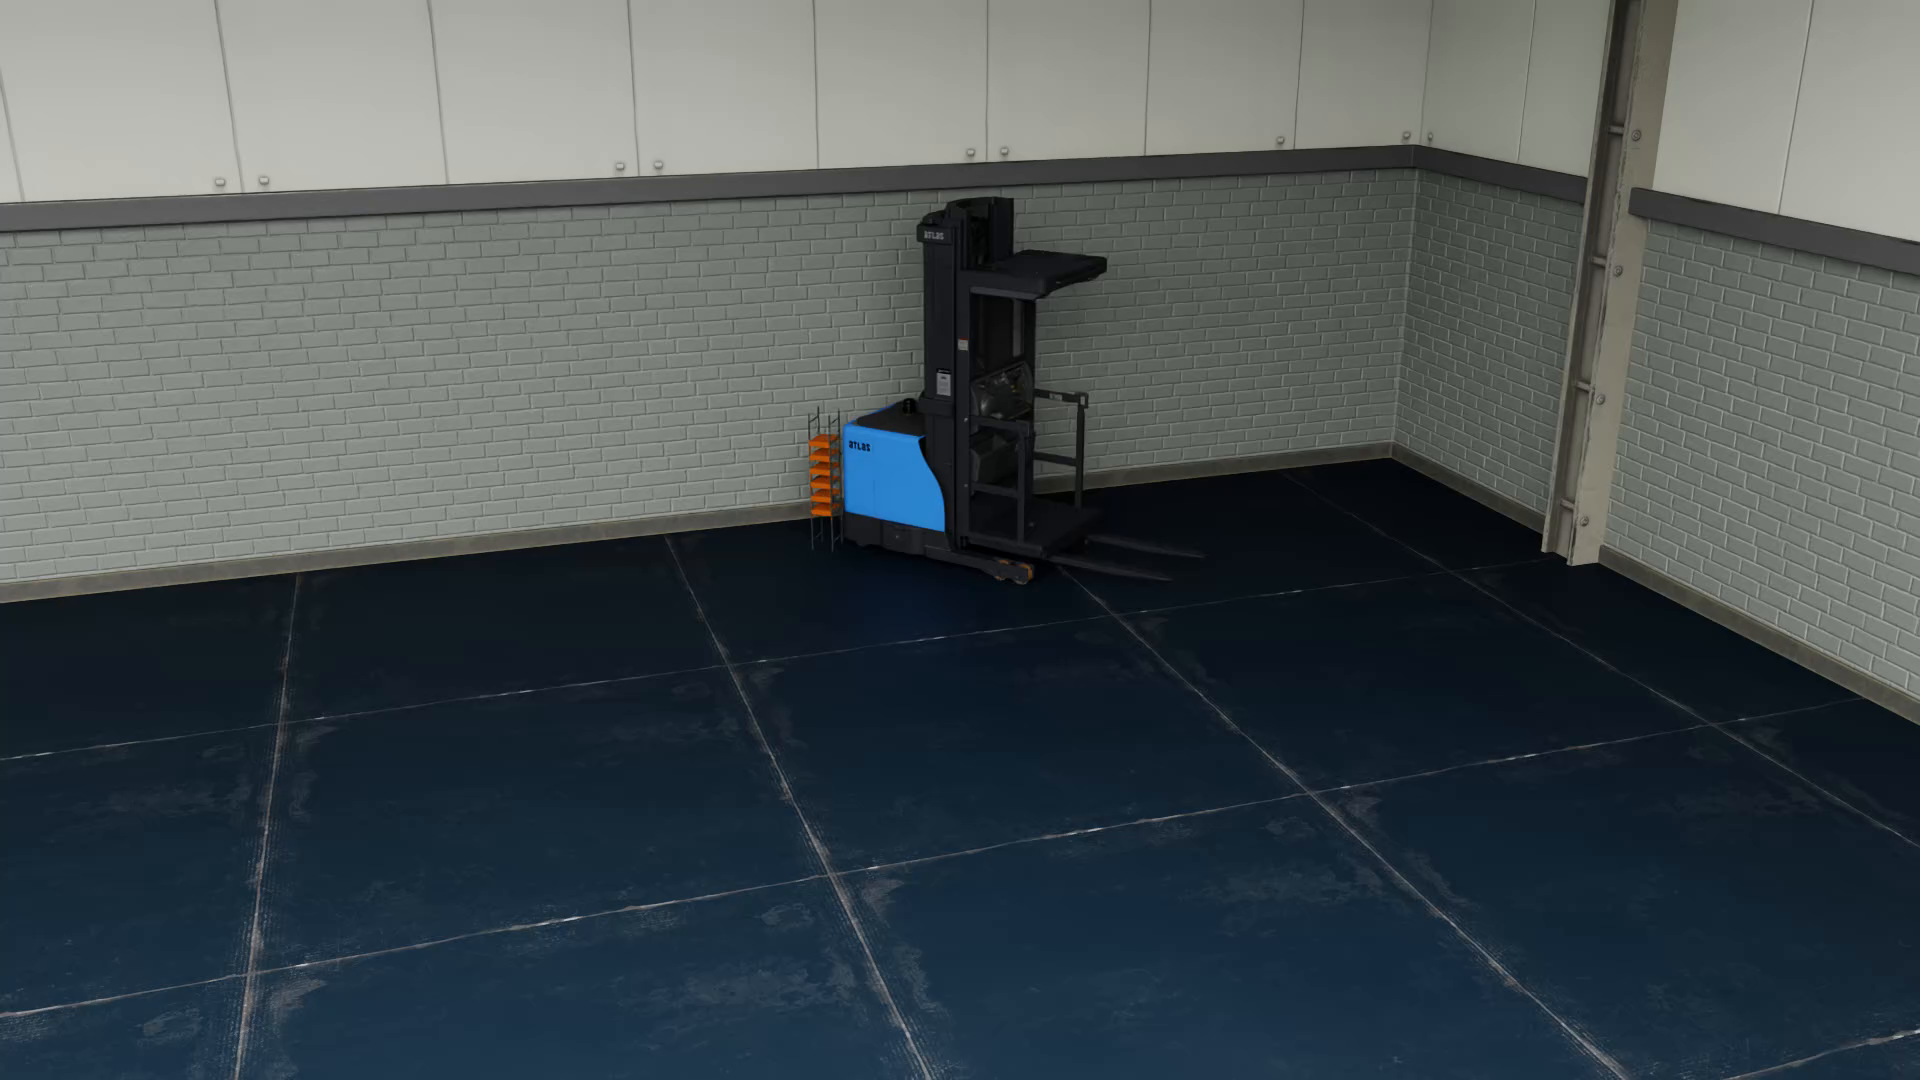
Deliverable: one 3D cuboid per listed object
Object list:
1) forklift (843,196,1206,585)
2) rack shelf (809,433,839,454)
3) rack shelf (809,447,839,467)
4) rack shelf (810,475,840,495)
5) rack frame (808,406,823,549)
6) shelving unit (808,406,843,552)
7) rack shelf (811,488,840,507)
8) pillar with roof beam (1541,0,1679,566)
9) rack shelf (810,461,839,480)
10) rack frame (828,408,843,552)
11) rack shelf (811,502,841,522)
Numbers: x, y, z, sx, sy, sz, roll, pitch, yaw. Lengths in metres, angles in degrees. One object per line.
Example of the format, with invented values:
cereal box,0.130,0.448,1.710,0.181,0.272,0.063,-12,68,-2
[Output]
forklift,0.523,-1.221,13.480,3.031,2.935,1.130,12,23,29
rack shelf,-1.138,-0.811,13.967,0.180,0.103,0.258,6,21,16
rack shelf,-1.138,-0.699,14.008,0.180,0.103,0.258,6,21,16
rack shelf,-1.137,-0.473,14.089,0.180,0.103,0.258,6,21,16
rack frame,-1.225,-0.523,14.098,0.006,1.200,0.240,6,21,16
shelving unit,-1.138,-0.514,14.074,0.189,1.200,0.258,6,21,16
rack shelf,-1.137,-0.360,14.129,0.180,0.103,0.258,6,21,16
pillar with roof beam,1.069,-3.643,11.246,9.100,9.000,0.400,-6,21,-17
rack shelf,-1.138,-0.586,14.048,0.180,0.103,0.258,6,21,16
rack frame,-1.050,-0.506,14.049,0.006,1.200,0.240,6,21,16
rack shelf,-1.137,-0.247,14.170,0.180,0.103,0.258,6,21,16
